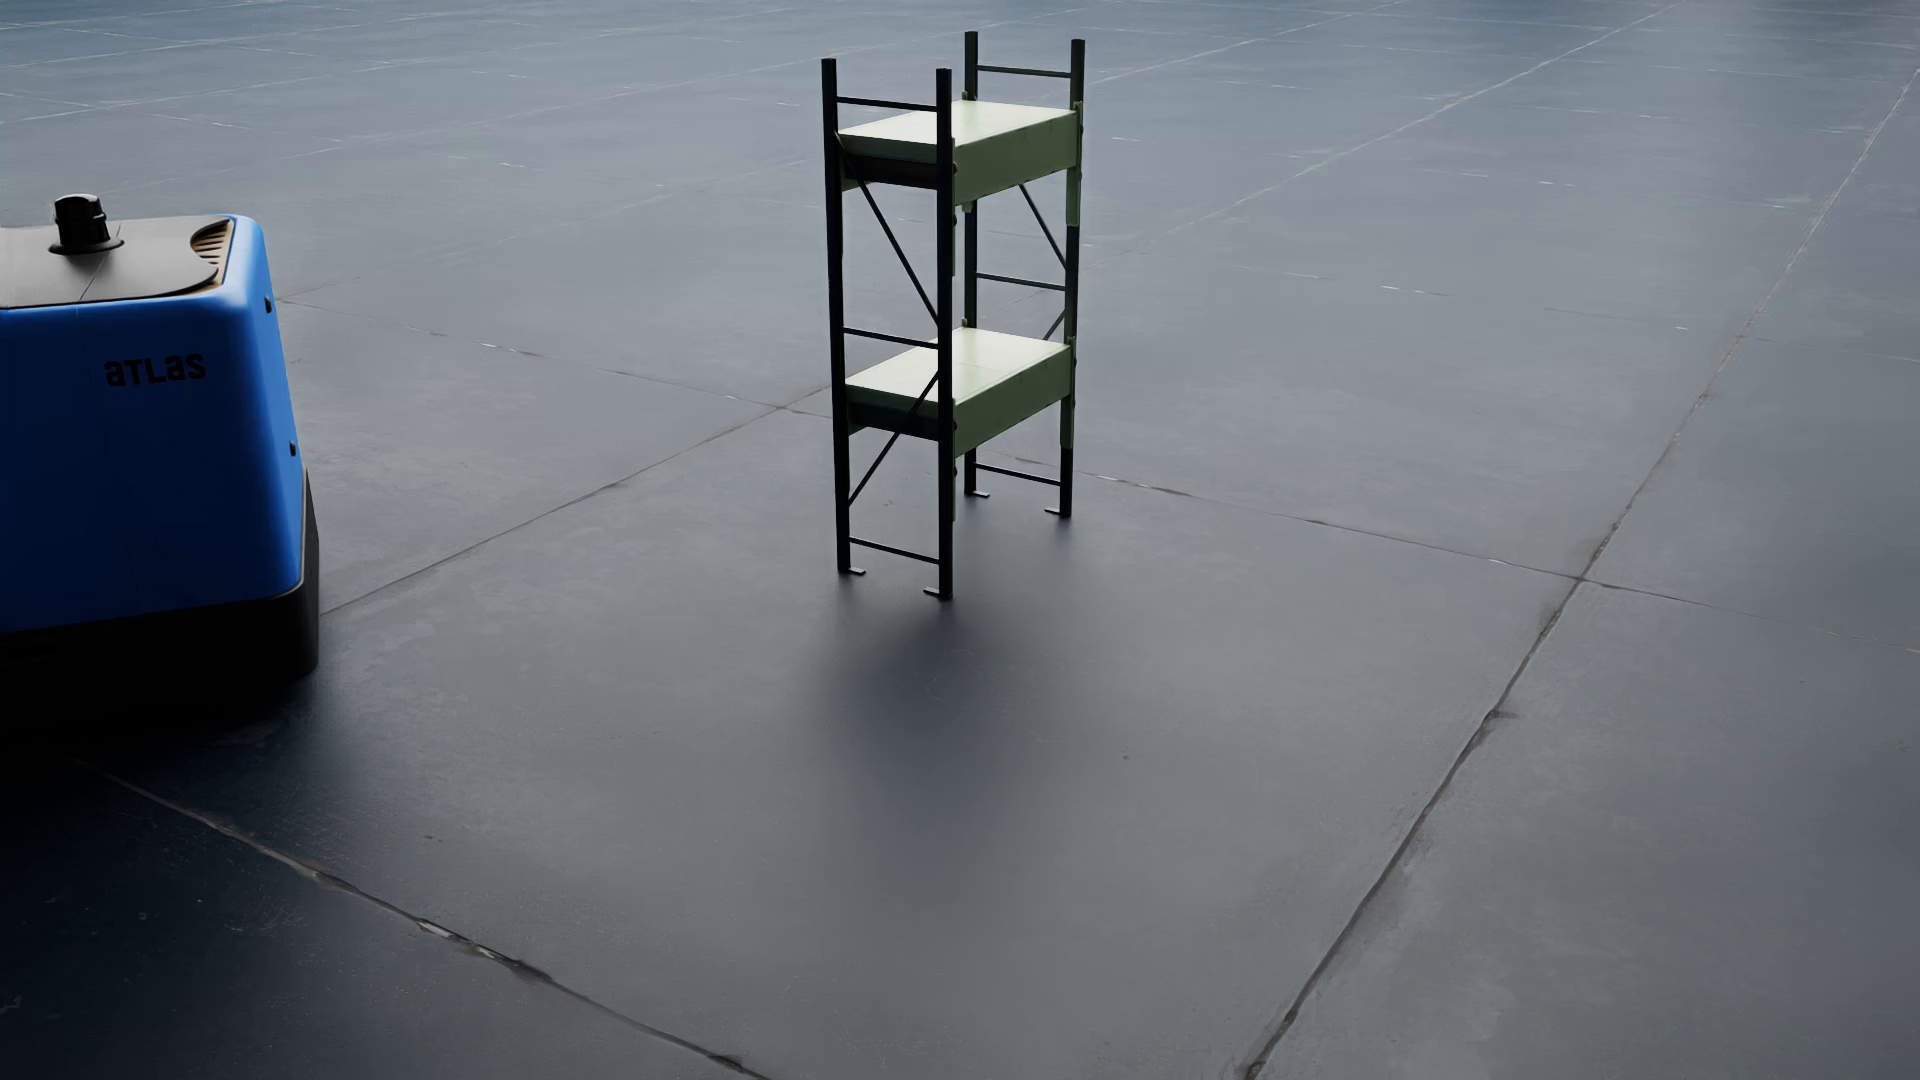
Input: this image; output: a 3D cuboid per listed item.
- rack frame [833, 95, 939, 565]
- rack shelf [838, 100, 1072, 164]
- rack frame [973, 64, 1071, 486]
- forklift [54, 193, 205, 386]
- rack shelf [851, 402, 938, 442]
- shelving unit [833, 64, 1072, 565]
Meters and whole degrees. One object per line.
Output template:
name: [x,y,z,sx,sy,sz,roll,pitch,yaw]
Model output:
rack frame: [-0.195,-0.562,4.661,0.380,1.308,0.010,14,27,29]
rack shelf: [-0.003,-1.167,4.739,0.368,0.052,0.686,14,27,29]
rack frame: [0.191,-0.809,5.232,0.380,1.308,0.010,14,27,29]
forklift: [-3.243,-0.921,3.688,3.031,2.935,1.109,-8,25,-18]
rack shelf: [-0.004,-0.452,5.048,0.332,0.071,0.664,14,27,29]
shelving unit: [-0.002,-0.686,4.946,0.380,1.308,0.742,14,27,29]
